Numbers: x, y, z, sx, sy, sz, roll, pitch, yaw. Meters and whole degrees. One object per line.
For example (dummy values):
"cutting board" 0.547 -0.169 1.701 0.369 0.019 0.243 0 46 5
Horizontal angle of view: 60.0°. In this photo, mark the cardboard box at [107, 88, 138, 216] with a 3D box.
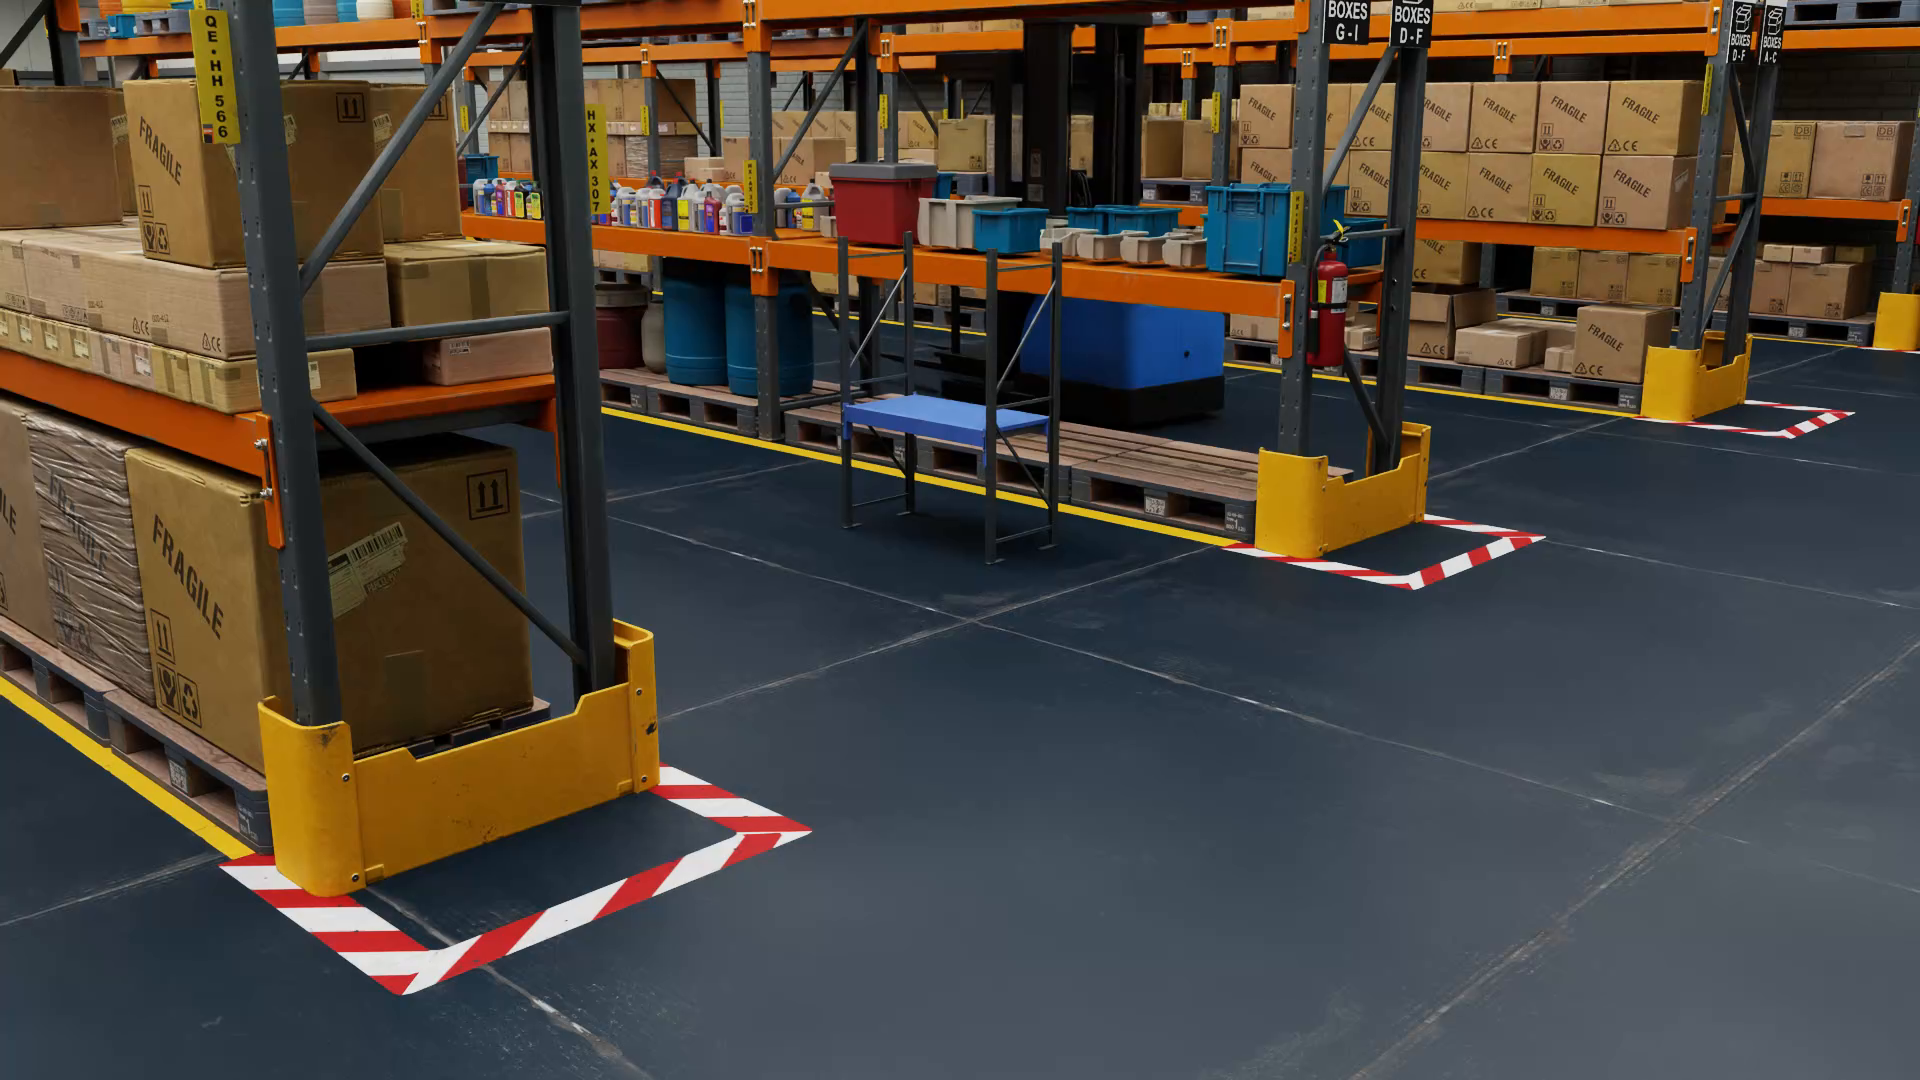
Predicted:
"cardboard box" -3.499 -1.605 6.864 0.500 0.500 0.500 14 20 43

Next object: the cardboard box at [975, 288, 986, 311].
"cardboard box" 0.493 -2.481 16.091 0.500 0.500 0.500 13 20 41

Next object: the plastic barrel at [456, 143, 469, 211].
"plastic barrel" -4.360 -2.982 13.659 0.708 0.536 0.600 14 20 42

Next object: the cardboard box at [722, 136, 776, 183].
"cardboard box" -2.333 -4.308 18.817 0.500 0.500 0.500 -13 19 -40

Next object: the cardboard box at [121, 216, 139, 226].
"cardboard box" -3.132 -1.154 6.618 0.500 0.250 0.500 -14 20 -43

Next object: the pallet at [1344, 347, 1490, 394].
"pallet" 3.881 -1.405 13.407 1.213 0.211 1.003 14 20 42

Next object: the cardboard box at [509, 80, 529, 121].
"cardboard box" -5.386 -5.681 21.514 0.500 0.500 0.700 13 19 41

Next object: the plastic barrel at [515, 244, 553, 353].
"plastic barrel" -3.451 -1.961 13.480 0.708 0.830 0.600 14 20 42

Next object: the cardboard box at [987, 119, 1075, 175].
"cardboard box" 0.683 -3.756 15.867 0.700 0.500 0.500 -10 18 -34

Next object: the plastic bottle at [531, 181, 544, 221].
"plastic bottle" -3.164 -2.546 12.487 0.133 0.283 0.061 14 20 42

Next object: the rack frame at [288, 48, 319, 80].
"rack frame" -6.695 -3.590 16.263 0.127 3.000 1.000 14 20 42

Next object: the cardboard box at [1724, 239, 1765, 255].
"cardboard box" 7.747 -2.892 16.419 0.250 0.149 0.380 14 20 43

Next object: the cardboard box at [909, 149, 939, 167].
"cardboard box" -0.370 -5.354 23.287 0.500 0.250 0.500 14 20 42

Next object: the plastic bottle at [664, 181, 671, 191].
"plastic bottle" -2.218 -2.574 12.592 0.133 0.283 0.061 14 20 42

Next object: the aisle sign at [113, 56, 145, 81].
"aisle sign" -9.420 -5.615 18.877 0.004 0.787 0.394 14 20 42

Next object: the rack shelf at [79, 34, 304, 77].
"rack shelf" -8.134 -5.044 17.318 4.000 0.370 1.077 14 20 42

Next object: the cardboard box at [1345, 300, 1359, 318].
"cardboard box" 3.112 -2.044 14.412 0.500 0.500 0.500 14 20 42

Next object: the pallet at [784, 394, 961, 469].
"pallet" -0.379 -0.719 10.774 1.213 0.211 1.003 14 20 42

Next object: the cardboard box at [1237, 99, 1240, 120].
"cardboard box" 3.597 -5.033 19.485 0.500 0.250 0.500 13 20 41

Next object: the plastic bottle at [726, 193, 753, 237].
"plastic bottle" -1.444 -2.141 10.944 0.135 0.276 0.152 14 20 42

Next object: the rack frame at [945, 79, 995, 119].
"rack frame" 0.182 -5.389 23.164 0.127 3.000 1.000 14 20 42

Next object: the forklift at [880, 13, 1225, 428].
"forklift" 0.517 -2.480 12.137 1.130 2.935 3.031 -12 19 -39

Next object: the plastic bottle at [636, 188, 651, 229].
"plastic bottle" -2.167 -2.316 11.619 0.135 0.276 0.152 14 20 42

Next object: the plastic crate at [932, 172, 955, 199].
"plastic crate" -0.363 -2.192 10.808 0.575 0.384 0.392 14 20 42

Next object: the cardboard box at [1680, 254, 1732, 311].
"cardboard box" 7.524 -2.562 16.440 0.500 0.500 0.700 13 19 40

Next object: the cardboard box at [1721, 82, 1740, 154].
"cardboard box" 5.248 -3.046 11.994 0.500 0.500 0.500 -14 20 -42

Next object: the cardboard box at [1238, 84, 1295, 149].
"cardboard box" 2.649 -3.487 13.686 0.500 0.500 0.500 -14 20 -43

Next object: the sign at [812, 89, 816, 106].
"sign" -2.298 -6.899 26.038 0.005 0.325 0.100 14 20 42

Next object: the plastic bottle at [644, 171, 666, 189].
"plastic bottle" -2.319 -2.638 12.704 0.185 0.351 0.144 14 20 42

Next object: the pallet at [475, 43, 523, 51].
"pallet" -5.642 -6.469 21.537 1.213 0.211 1.003 14 20 42

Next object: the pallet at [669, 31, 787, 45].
"pallet" -2.610 -5.696 18.773 1.217 0.209 0.805 13 19 40

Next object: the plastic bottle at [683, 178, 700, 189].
"plastic bottle" -1.858 -2.326 11.509 0.185 0.351 0.144 14 20 42

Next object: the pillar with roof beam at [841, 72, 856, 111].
"pillar with roof beam" -4.582 -8.245 22.228 0.400 9.000 9.100 14 20 42

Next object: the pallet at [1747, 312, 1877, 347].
"pallet" 8.190 -2.065 15.938 1.213 0.211 1.003 14 20 42

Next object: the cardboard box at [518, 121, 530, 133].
"cardboard box" -5.450 -5.309 21.374 0.250 0.149 0.380 13 20 41

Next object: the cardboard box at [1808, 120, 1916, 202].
"cardboard box" 8.446 -3.521 15.402 0.980 0.700 0.700 -13 20 -42

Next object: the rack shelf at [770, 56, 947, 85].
"rack shelf" -1.258 -6.842 24.220 4.000 0.370 1.077 14 20 42

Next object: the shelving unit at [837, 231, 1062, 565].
"shelving unit" -0.061 -0.741 8.300 1.048 1.500 0.538 14 20 42

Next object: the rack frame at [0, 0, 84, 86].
"rack frame" -4.374 -1.291 7.439 0.127 3.000 1.000 14 20 42

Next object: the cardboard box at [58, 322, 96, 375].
"cardboard box" -2.715 -0.651 5.479 0.250 0.149 0.380 13 20 41

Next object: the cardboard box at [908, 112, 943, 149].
"cardboard box" -0.373 -5.715 23.188 0.500 0.500 0.500 14 20 42

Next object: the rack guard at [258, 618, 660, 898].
"rack guard" -1.477 0.623 5.051 0.348 0.500 1.175 14 20 42

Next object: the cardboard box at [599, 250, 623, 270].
"cardboard box" -4.093 -3.492 20.506 0.500 0.250 0.500 14 20 42

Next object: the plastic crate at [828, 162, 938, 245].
"plastic crate" -0.467 -2.049 10.099 0.583 0.464 0.402 14 20 42

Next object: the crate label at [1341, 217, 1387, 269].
"crate label" 1.995 -1.541 8.611 0.303 0.233 0.416 14 20 42

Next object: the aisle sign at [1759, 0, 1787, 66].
"aisle sign" 5.638 -3.688 11.482 0.004 0.787 0.394 14 20 42

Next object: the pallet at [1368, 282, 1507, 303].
"pallet" 5.333 -2.761 18.608 1.213 0.211 1.003 14 20 42

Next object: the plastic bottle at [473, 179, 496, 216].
"plastic bottle" -3.728 -2.696 13.076 0.135 0.276 0.152 14 20 42

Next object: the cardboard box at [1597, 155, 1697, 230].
"cardboard box" 4.873 -2.466 11.749 0.500 0.500 0.500 -14 20 -42

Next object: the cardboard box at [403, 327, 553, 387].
"cardboard box" -1.521 -0.592 5.252 0.250 0.149 0.380 14 20 43

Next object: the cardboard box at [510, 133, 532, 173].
"cardboard box" -5.425 -5.062 21.713 0.700 0.500 0.500 -14 20 -43

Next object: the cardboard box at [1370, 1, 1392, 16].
"cardboard box" 3.400 -4.162 12.804 0.500 0.250 0.500 14 20 42

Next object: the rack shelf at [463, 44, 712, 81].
"rack shelf" -4.694 -5.942 20.767 4.000 0.370 1.077 14 20 42
